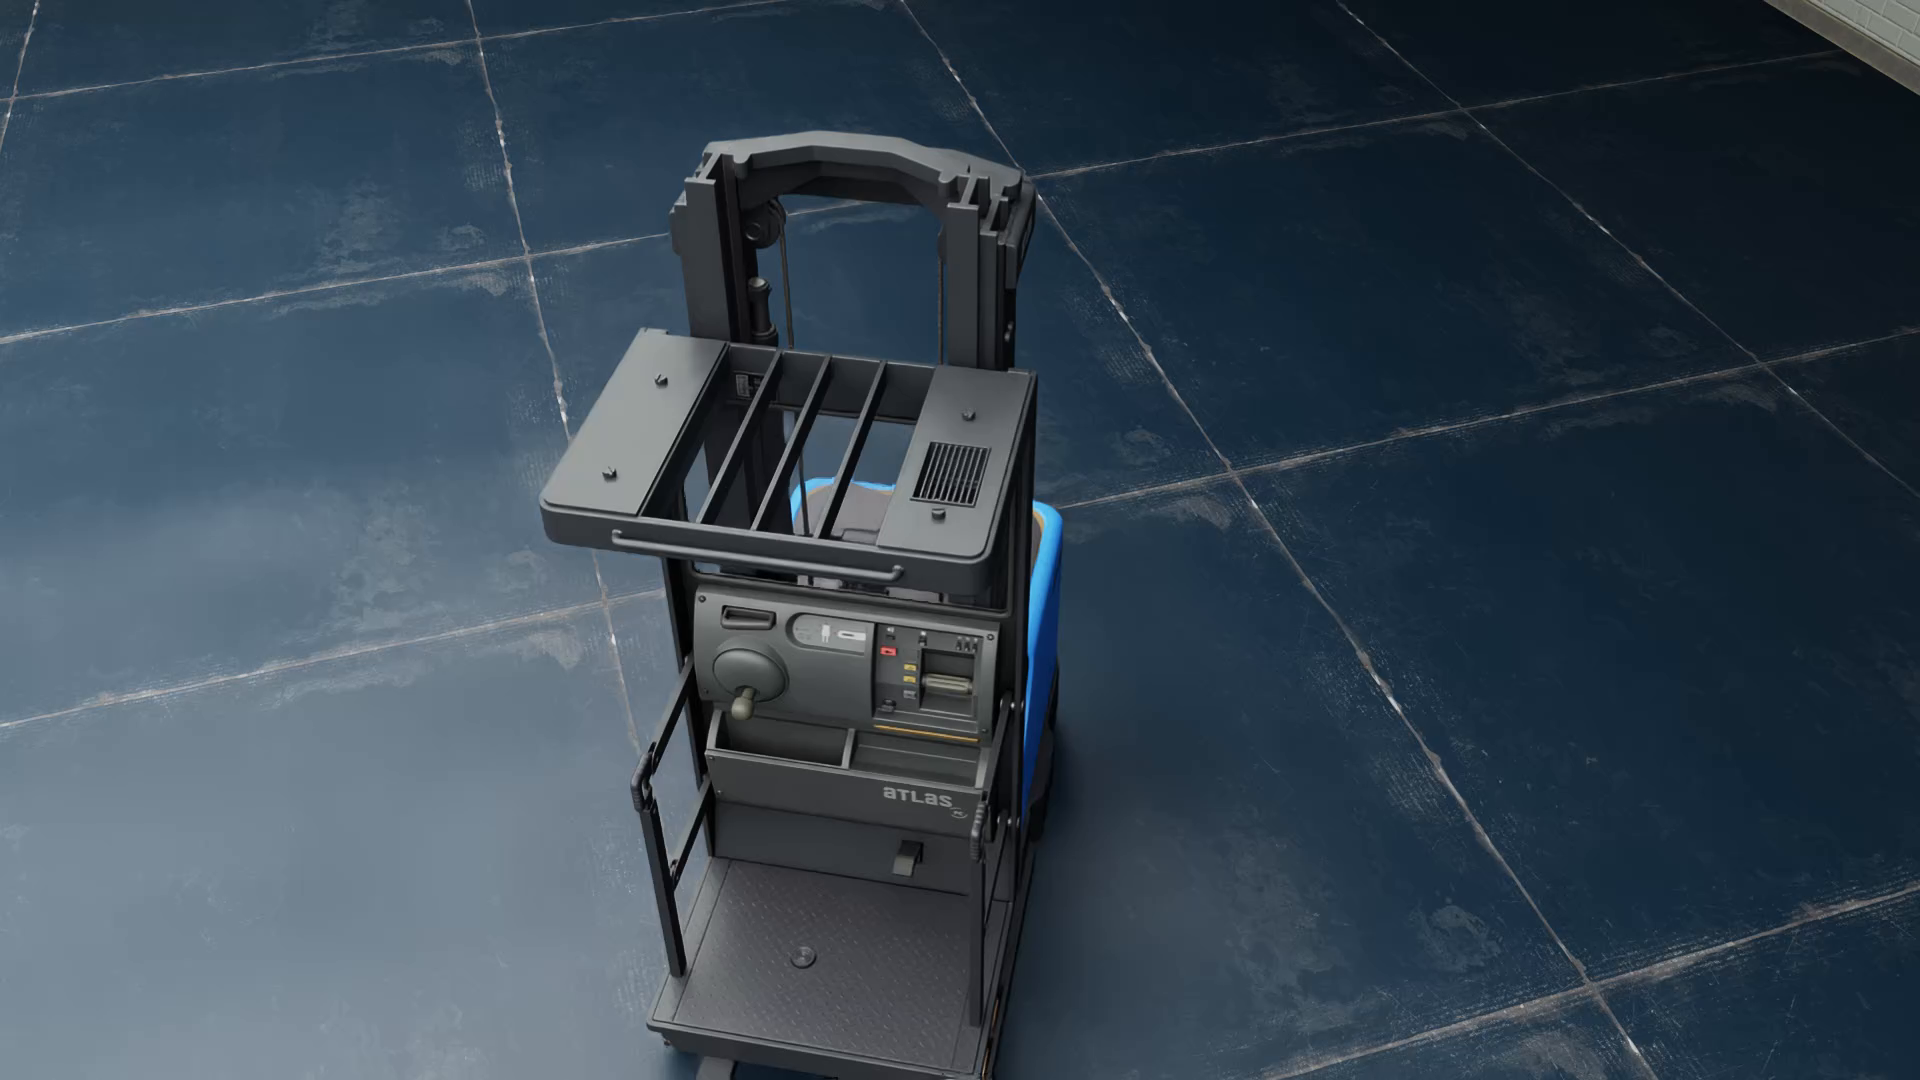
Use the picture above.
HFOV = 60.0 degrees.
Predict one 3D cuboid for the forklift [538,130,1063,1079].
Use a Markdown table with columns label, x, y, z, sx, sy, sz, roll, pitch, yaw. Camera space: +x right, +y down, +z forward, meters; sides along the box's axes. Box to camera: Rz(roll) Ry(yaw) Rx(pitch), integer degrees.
| label | x | y | z | sx | sy | sz | roll | pitch | yaw |
| --- | --- | --- | --- | --- | --- | --- | --- | --- | --- |
| forklift | -0.386 | 0.464 | 4.841 | 1.130 | 2.935 | 3.031 | 7 | 42 | 8 |
